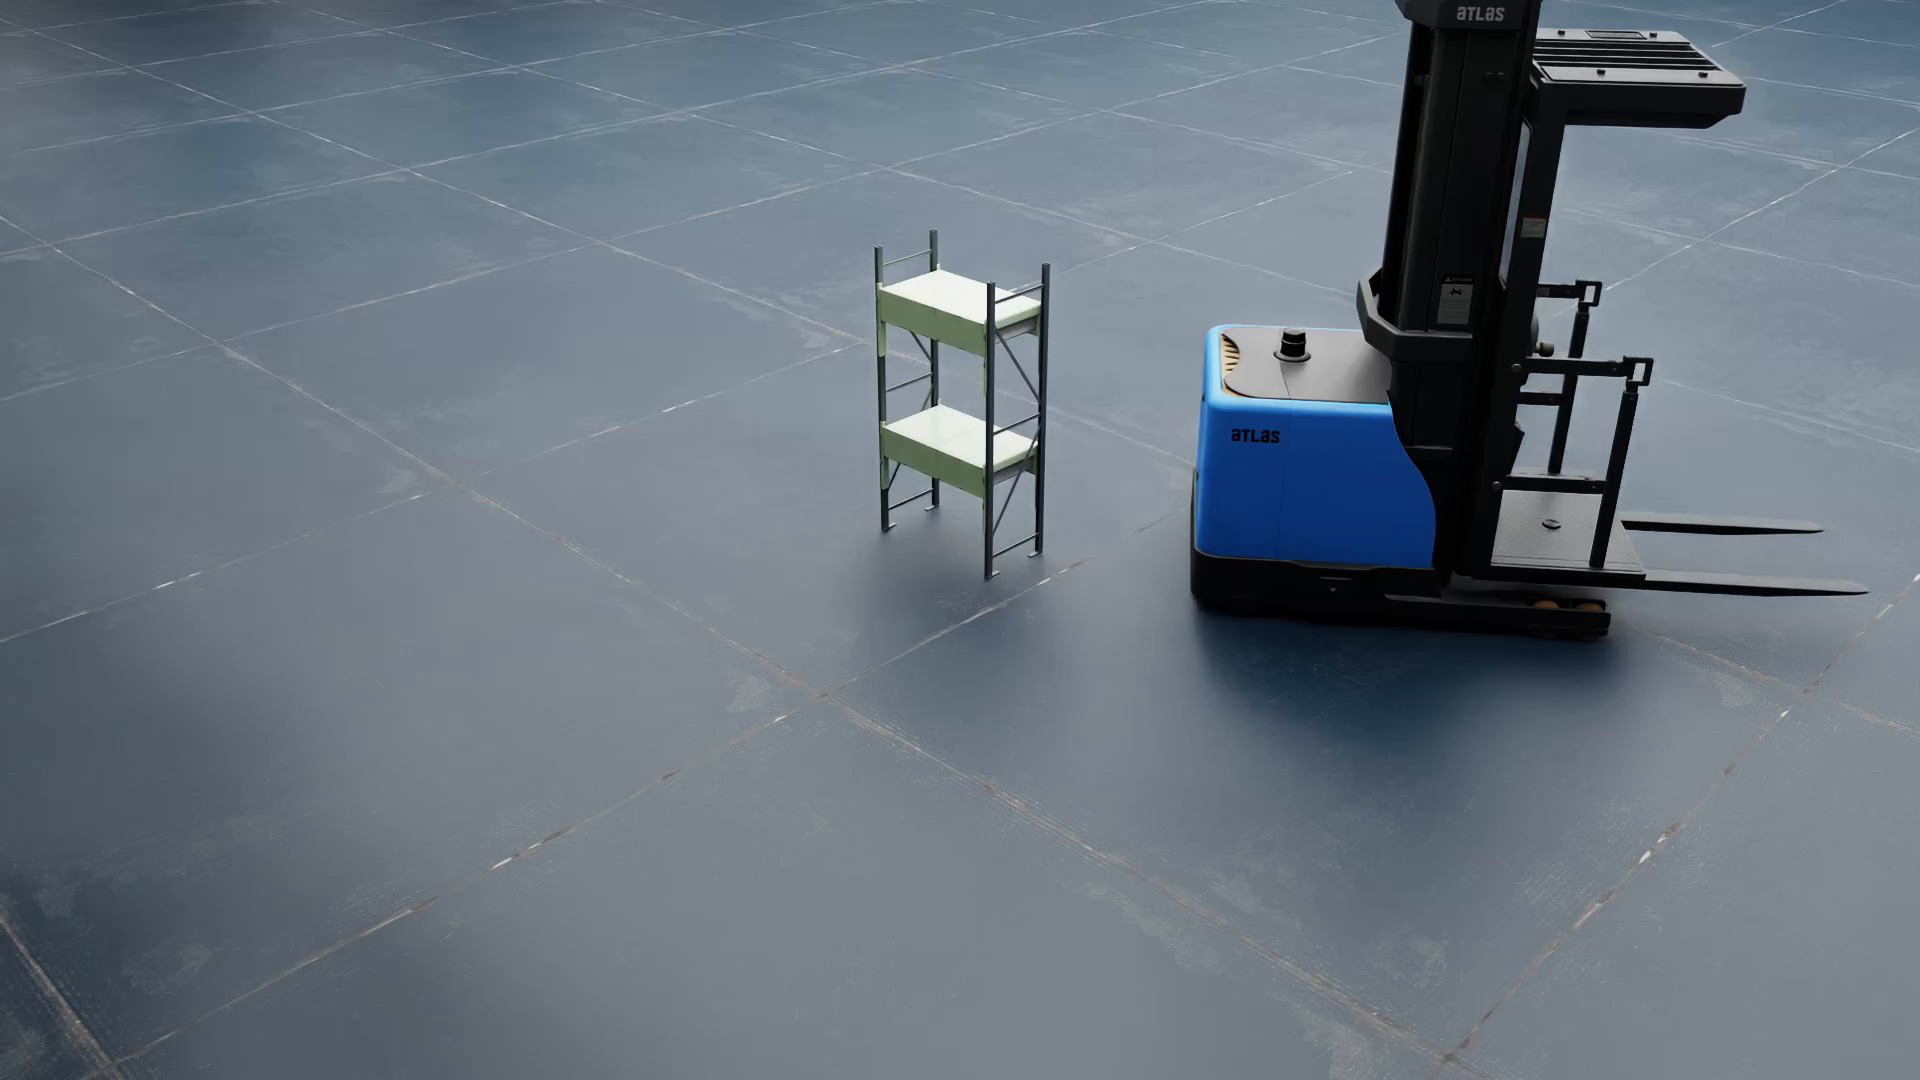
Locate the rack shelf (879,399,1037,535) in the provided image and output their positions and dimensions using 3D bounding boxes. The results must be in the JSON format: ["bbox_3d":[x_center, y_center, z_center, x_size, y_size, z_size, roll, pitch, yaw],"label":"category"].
[{"bbox_3d":[0.005,-0.373,8.225,0.720,0.370,0.431,25,36,38],"label":"rack shelf"}]

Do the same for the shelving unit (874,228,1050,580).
[{"bbox_3d":[0.005,-0.662,8.073,0.755,1.500,0.431,25,36,38],"label":"shelving unit"}]

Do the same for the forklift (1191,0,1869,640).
[{"bbox_3d":[2.640,-1.105,7.379,3.031,2.935,1.130,3,28,6],"label":"forklift"}]

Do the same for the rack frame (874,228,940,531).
[{"bbox_3d":[-0.256,-0.781,8.300,0.023,1.500,0.400,25,36,38],"label":"rack frame"}]

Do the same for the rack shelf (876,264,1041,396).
[{"bbox_3d":[0.005,-1.007,7.891,0.720,0.370,0.431,25,36,38],"label":"rack shelf"}]

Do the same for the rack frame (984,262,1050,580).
[{"bbox_3d":[0.266,-0.542,7.846,0.023,1.500,0.400,25,36,38],"label":"rack frame"}]
